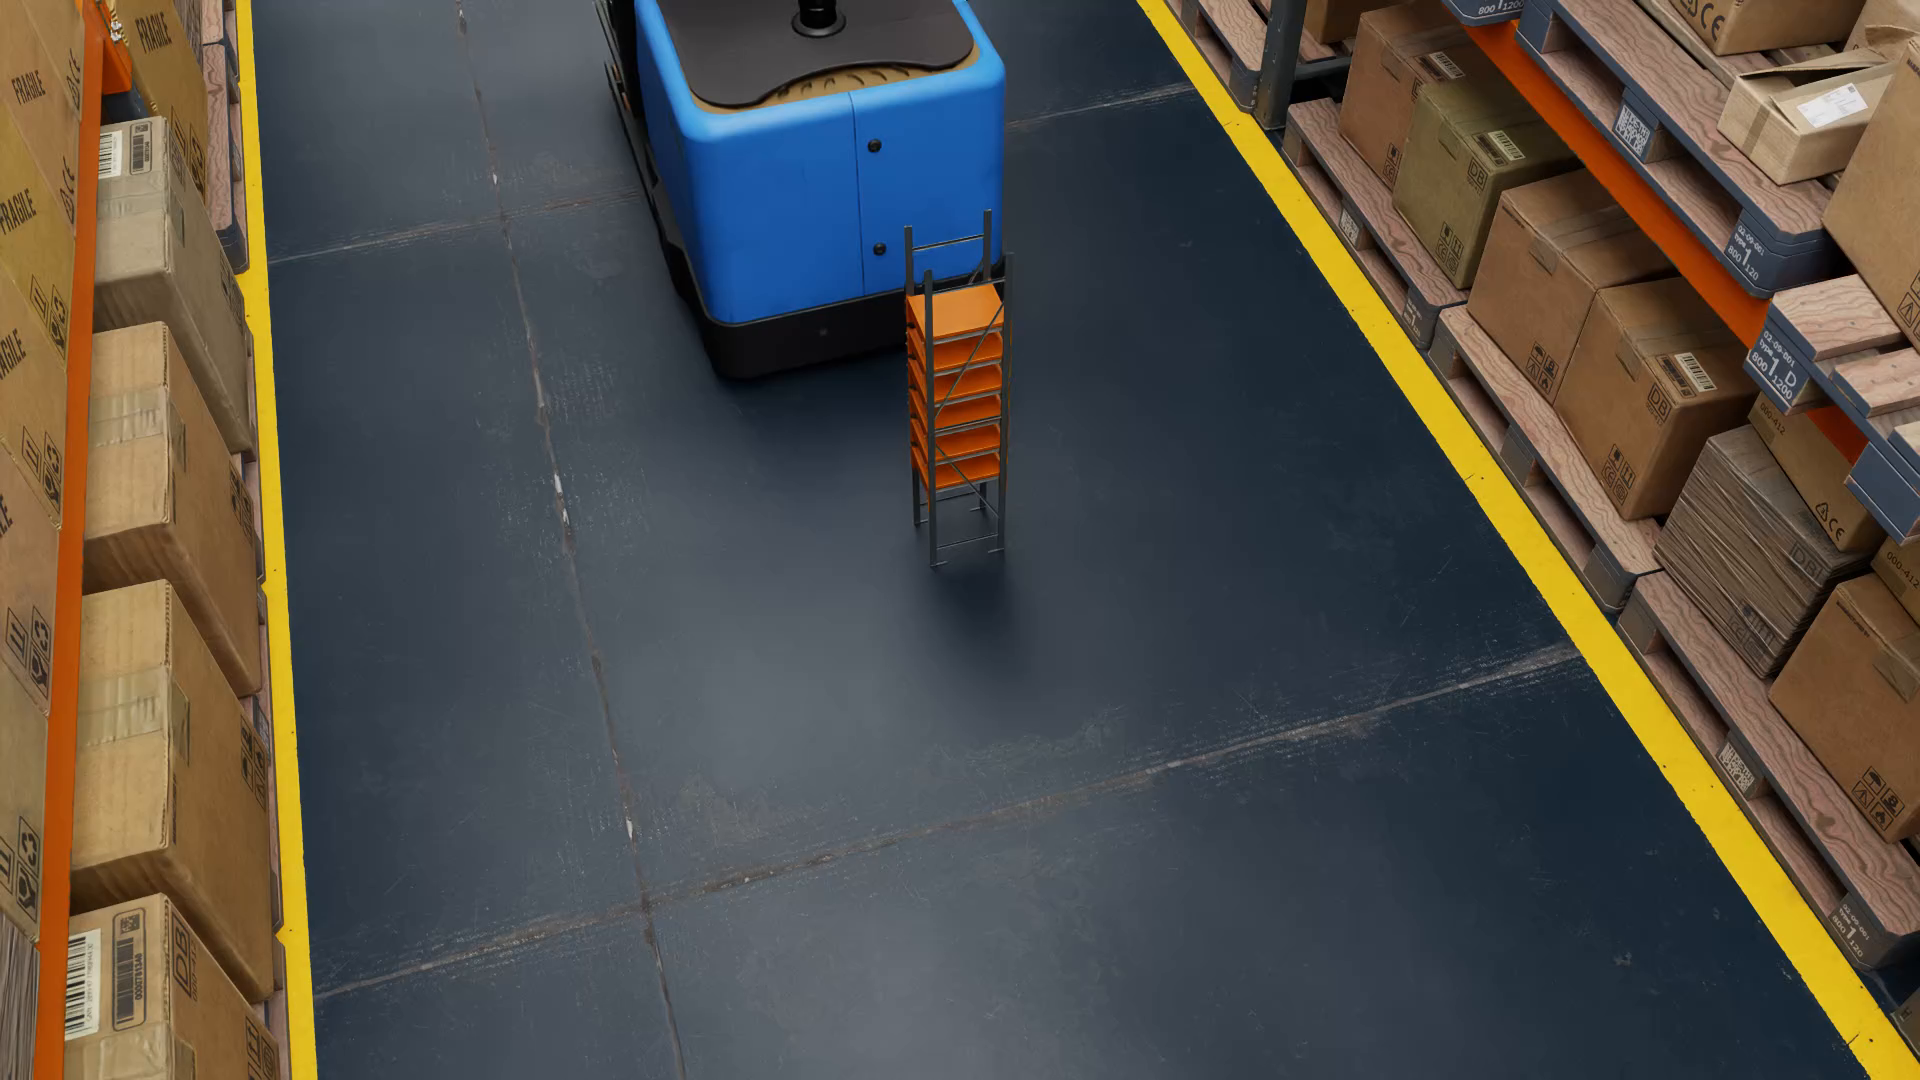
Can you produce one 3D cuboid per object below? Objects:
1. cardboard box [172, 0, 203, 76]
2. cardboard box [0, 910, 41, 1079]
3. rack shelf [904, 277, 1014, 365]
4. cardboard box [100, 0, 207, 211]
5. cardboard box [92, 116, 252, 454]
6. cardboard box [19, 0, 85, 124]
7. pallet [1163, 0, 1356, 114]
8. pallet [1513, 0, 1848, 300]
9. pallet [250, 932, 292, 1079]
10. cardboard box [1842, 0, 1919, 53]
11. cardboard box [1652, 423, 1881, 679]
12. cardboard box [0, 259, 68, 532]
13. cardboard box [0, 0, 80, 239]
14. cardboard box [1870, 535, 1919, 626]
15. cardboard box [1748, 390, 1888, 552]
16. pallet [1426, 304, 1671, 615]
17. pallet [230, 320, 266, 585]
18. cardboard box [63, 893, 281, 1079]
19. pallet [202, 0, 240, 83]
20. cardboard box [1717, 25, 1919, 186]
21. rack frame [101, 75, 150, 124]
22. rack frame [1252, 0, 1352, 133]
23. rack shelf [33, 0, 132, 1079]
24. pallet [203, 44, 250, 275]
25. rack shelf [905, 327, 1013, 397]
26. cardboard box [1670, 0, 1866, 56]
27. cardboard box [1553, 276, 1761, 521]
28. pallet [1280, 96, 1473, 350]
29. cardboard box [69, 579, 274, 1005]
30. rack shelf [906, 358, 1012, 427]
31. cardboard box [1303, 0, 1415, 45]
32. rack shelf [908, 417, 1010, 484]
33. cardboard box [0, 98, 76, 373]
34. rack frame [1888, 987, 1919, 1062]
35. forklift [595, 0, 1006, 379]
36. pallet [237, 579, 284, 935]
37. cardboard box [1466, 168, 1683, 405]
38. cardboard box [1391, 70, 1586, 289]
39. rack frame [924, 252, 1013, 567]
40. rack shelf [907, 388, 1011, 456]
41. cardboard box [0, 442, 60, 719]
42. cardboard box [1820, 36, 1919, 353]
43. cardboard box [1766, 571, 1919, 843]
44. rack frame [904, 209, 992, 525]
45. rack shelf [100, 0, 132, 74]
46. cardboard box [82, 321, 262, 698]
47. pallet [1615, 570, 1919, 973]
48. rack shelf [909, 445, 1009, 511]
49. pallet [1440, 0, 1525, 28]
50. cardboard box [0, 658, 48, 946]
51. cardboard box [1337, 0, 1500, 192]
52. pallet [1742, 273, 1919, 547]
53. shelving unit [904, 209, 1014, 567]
[{"bbox_3d":[-3.485,-2.279,6.325,0.875,0.875,0.875,-13,51,-11],"label":"cardboard box"},{"bbox_3d":[-1.788,0.804,2.545,0.500,0.500,0.500,-13,51,-11],"label":"cardboard box"},{"bbox_3d":[-0.004,-0.601,4.559,0.258,0.103,0.180,-13,51,-11],"label":"rack shelf"},{"bbox_3d":[-3.215,-1.622,5.770,0.875,0.875,0.875,-13,51,-10],"label":"cardboard box"},{"bbox_3d":[-2.826,-0.673,5.052,1.050,0.750,0.750,-14,51,-11],"label":"cardboard box"},{"bbox_3d":[-2.686,-1.408,4.409,0.500,0.500,0.500,-14,51,-11],"label":"cardboard box"},{"bbox_3d":[1.440,-2.327,7.074,1.003,0.211,1.213,-13,51,-11],"label":"pallet"},{"bbox_3d":[2.230,-1.197,4.423,1.003,0.211,1.213,-13,51,-11],"label":"pallet"},{"bbox_3d":[-2.074,1.531,3.821,1.003,0.211,1.213,-13,51,-11],"label":"pallet"},{"bbox_3d":[2.579,-1.185,4.111,0.500,0.250,0.500,-15,51,-12],"label":"cardboard box"},{"bbox_3d":[2.461,-0.045,4.674,0.700,0.500,0.500,-17,52,-14],"label":"cardboard box"},{"bbox_3d":[-2.235,-0.299,3.475,0.500,0.500,0.500,-14,51,-11],"label":"cardboard box"},{"bbox_3d":[-2.537,-1.039,4.098,0.500,0.500,0.500,-14,51,-11],"label":"cardboard box"},{"bbox_3d":[2.628,0.117,4.046,0.500,0.250,0.500,-11,51,-9],"label":"cardboard box"},{"bbox_3d":[2.462,-0.268,4.371,0.500,0.250,0.500,-8,50,-7],"label":"cardboard box"},{"bbox_3d":[2.268,-0.384,5.436,1.003,0.211,1.213,-13,51,-11],"label":"pallet"},{"bbox_3d":[-2.796,-0.251,5.323,1.003,0.211,1.213,-13,51,-11],"label":"pallet"},{"bbox_3d":[-2.007,1.350,3.347,1.050,0.750,0.750,-14,51,-11],"label":"cardboard box"},{"bbox_3d":[-3.611,-2.263,7.020,1.003,0.211,1.213,-13,51,-11],"label":"pallet"},{"bbox_3d":[2.104,-1.071,4.004,0.396,0.266,0.258,-15,51,-12],"label":"cardboard box"},{"bbox_3d":[-3.096,-1.696,4.718,1.000,3.000,0.127,-13,51,-11],"label":"rack frame"},{"bbox_3d":[1.672,-2.744,5.601,1.000,3.000,0.127,-13,51,-11],"label":"rack frame"},{"bbox_3d":[-2.504,-0.003,3.762,1.077,0.370,4.000,-13,51,-11],"label":"rack shelf"},{"bbox_3d":[-3.246,-1.370,6.267,1.003,0.211,1.213,-13,51,-11],"label":"pallet"},{"bbox_3d":[-0.004,-0.523,4.651,0.258,0.103,0.180,-13,51,-11],"label":"rack shelf"},{"bbox_3d":[2.273,-1.667,4.351,0.797,0.503,0.637,-9,50,-7],"label":"cardboard box"},{"bbox_3d":[2.287,-0.458,5.021,0.700,0.500,0.500,-9,51,-8],"label":"cardboard box"},{"bbox_3d":[1.904,-1.277,6.188,1.003,0.211,1.213,-13,51,-11],"label":"pallet"},{"bbox_3d":[-2.269,0.712,3.884,1.050,0.750,0.750,-13,51,-10],"label":"cardboard box"},{"bbox_3d":[-0.004,-0.446,4.742,0.258,0.103,0.180,-13,51,-11],"label":"rack shelf"},{"bbox_3d":[1.592,-2.375,6.650,0.500,0.500,0.500,-15,51,-12],"label":"cardboard box"},{"bbox_3d":[-0.004,-0.291,4.926,0.258,0.103,0.180,-13,51,-11],"label":"rack shelf"},{"bbox_3d":[-2.387,-0.669,3.787,0.500,0.500,0.500,-13,51,-11],"label":"cardboard box"},{"bbox_3d":[2.855,0.178,3.138,1.000,3.000,0.127,-13,51,-11],"label":"rack frame"},{"bbox_3d":[-0.787,-2.646,5.564,1.130,2.935,3.031,-14,51,-12],"label":"forklift"},{"bbox_3d":[-2.431,0.642,4.571,1.003,0.211,1.213,-13,51,-11],"label":"pallet"},{"bbox_3d":[2.122,-0.865,5.365,0.700,0.500,0.500,-17,52,-14],"label":"cardboard box"},{"bbox_3d":[1.956,-1.274,5.709,0.700,0.500,0.500,-14,51,-11],"label":"cardboard box"},{"bbox_3d":[0.023,-0.330,4.744,0.240,1.200,0.006,-13,51,-11],"label":"rack frame"},{"bbox_3d":[-0.004,-0.369,4.834,0.258,0.103,0.180,-13,51,-11],"label":"rack shelf"},{"bbox_3d":[-2.090,0.065,3.168,0.500,0.500,0.500,-13,51,-11],"label":"cardboard box"},{"bbox_3d":[2.396,-0.760,3.589,0.700,0.500,0.500,-7,50,-6],"label":"cardboard box"},{"bbox_3d":[2.638,0.357,4.334,0.700,0.500,0.500,-16,52,-13],"label":"cardboard box"},{"bbox_3d":[-0.031,-0.464,4.857,0.240,1.200,0.006,-13,51,-11],"label":"rack frame"},{"bbox_3d":[-3.687,-2.925,6.224,1.077,0.370,4.000,-13,51,-11],"label":"rack shelf"},{"bbox_3d":[-2.545,0.032,4.458,1.050,0.750,0.750,-13,51,-11],"label":"cardboard box"},{"bbox_3d":[2.625,0.505,4.686,1.003,0.211,1.213,-13,51,-11],"label":"pallet"},{"bbox_3d":[-0.004,-0.214,5.018,0.258,0.103,0.180,-13,51,-11],"label":"rack shelf"},{"bbox_3d":[1.759,-2.091,5.176,1.003,0.211,1.213,-13,51,-11],"label":"pallet"},{"bbox_3d":[-1.941,0.434,2.857,0.500,0.500,0.500,-14,51,-11],"label":"cardboard box"},{"bbox_3d":[1.833,-1.627,6.006,0.700,0.500,0.500,-17,52,-14],"label":"cardboard box"},{"bbox_3d":[2.542,-0.257,3.630,1.213,0.211,1.003,-13,51,-11],"label":"pallet"},{"bbox_3d":[-0.004,-0.397,4.800,0.258,1.200,0.189,-13,51,-11],"label":"shelving unit"}]
